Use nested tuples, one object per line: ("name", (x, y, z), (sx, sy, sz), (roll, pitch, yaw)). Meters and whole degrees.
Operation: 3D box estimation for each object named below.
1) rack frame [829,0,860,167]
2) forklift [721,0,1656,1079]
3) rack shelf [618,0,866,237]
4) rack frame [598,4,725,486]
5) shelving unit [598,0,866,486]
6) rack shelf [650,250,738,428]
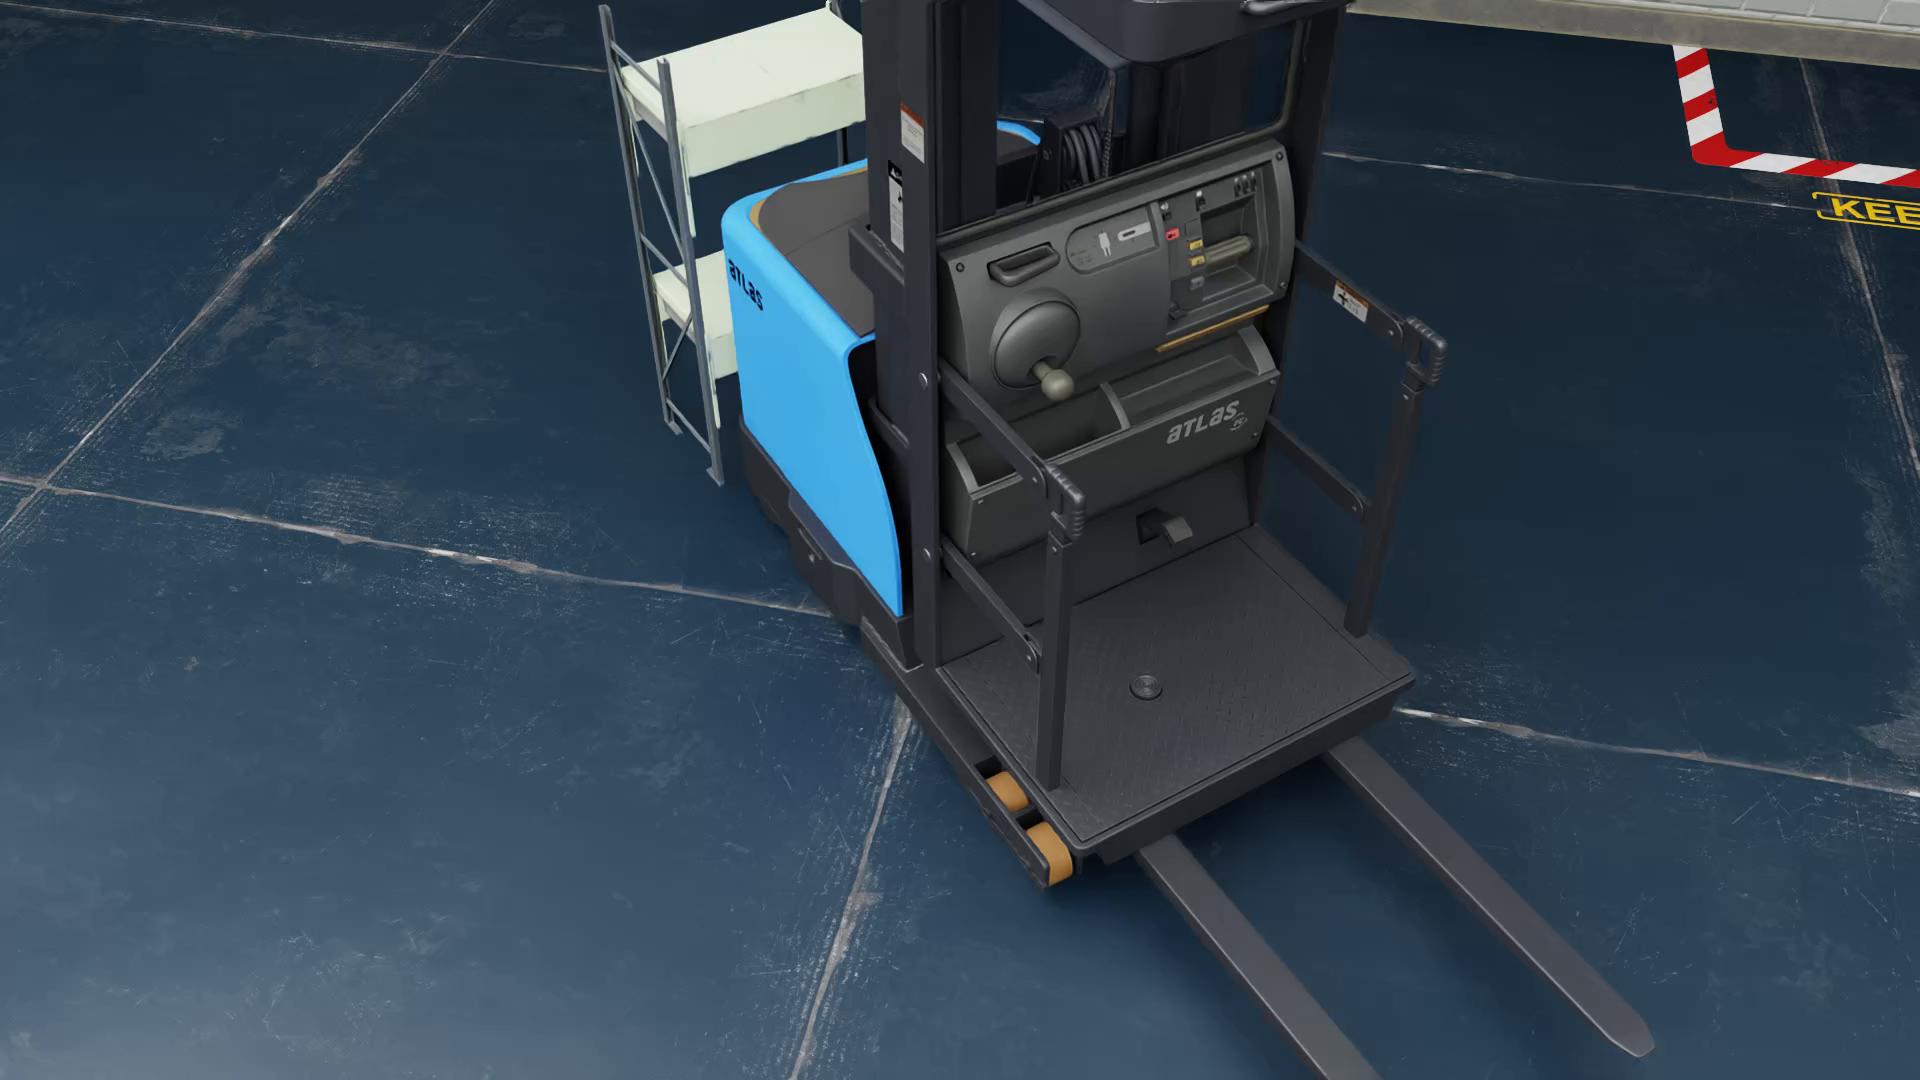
("rack frame", (-0.279, -1.118, 5.330), (0.023, 1.500, 0.400), (-25, 49, -24))
("forklift", (0.501, -0.532, 3.690), (1.130, 2.935, 3.031), (-23, 48, -22))
("rack shelf", (-0.584, -1.258, 4.913), (0.720, 0.370, 0.431), (-25, 49, -24))
("rack frame", (-0.889, -0.837, 5.038), (0.023, 1.500, 0.400), (-25, 49, -24))
("shelving unit", (-0.584, -0.977, 5.184), (0.755, 1.500, 0.431), (-25, 49, -24))
("rack shelf", (-0.584, -0.742, 5.410), (0.720, 0.370, 0.431), (-25, 49, -24))
